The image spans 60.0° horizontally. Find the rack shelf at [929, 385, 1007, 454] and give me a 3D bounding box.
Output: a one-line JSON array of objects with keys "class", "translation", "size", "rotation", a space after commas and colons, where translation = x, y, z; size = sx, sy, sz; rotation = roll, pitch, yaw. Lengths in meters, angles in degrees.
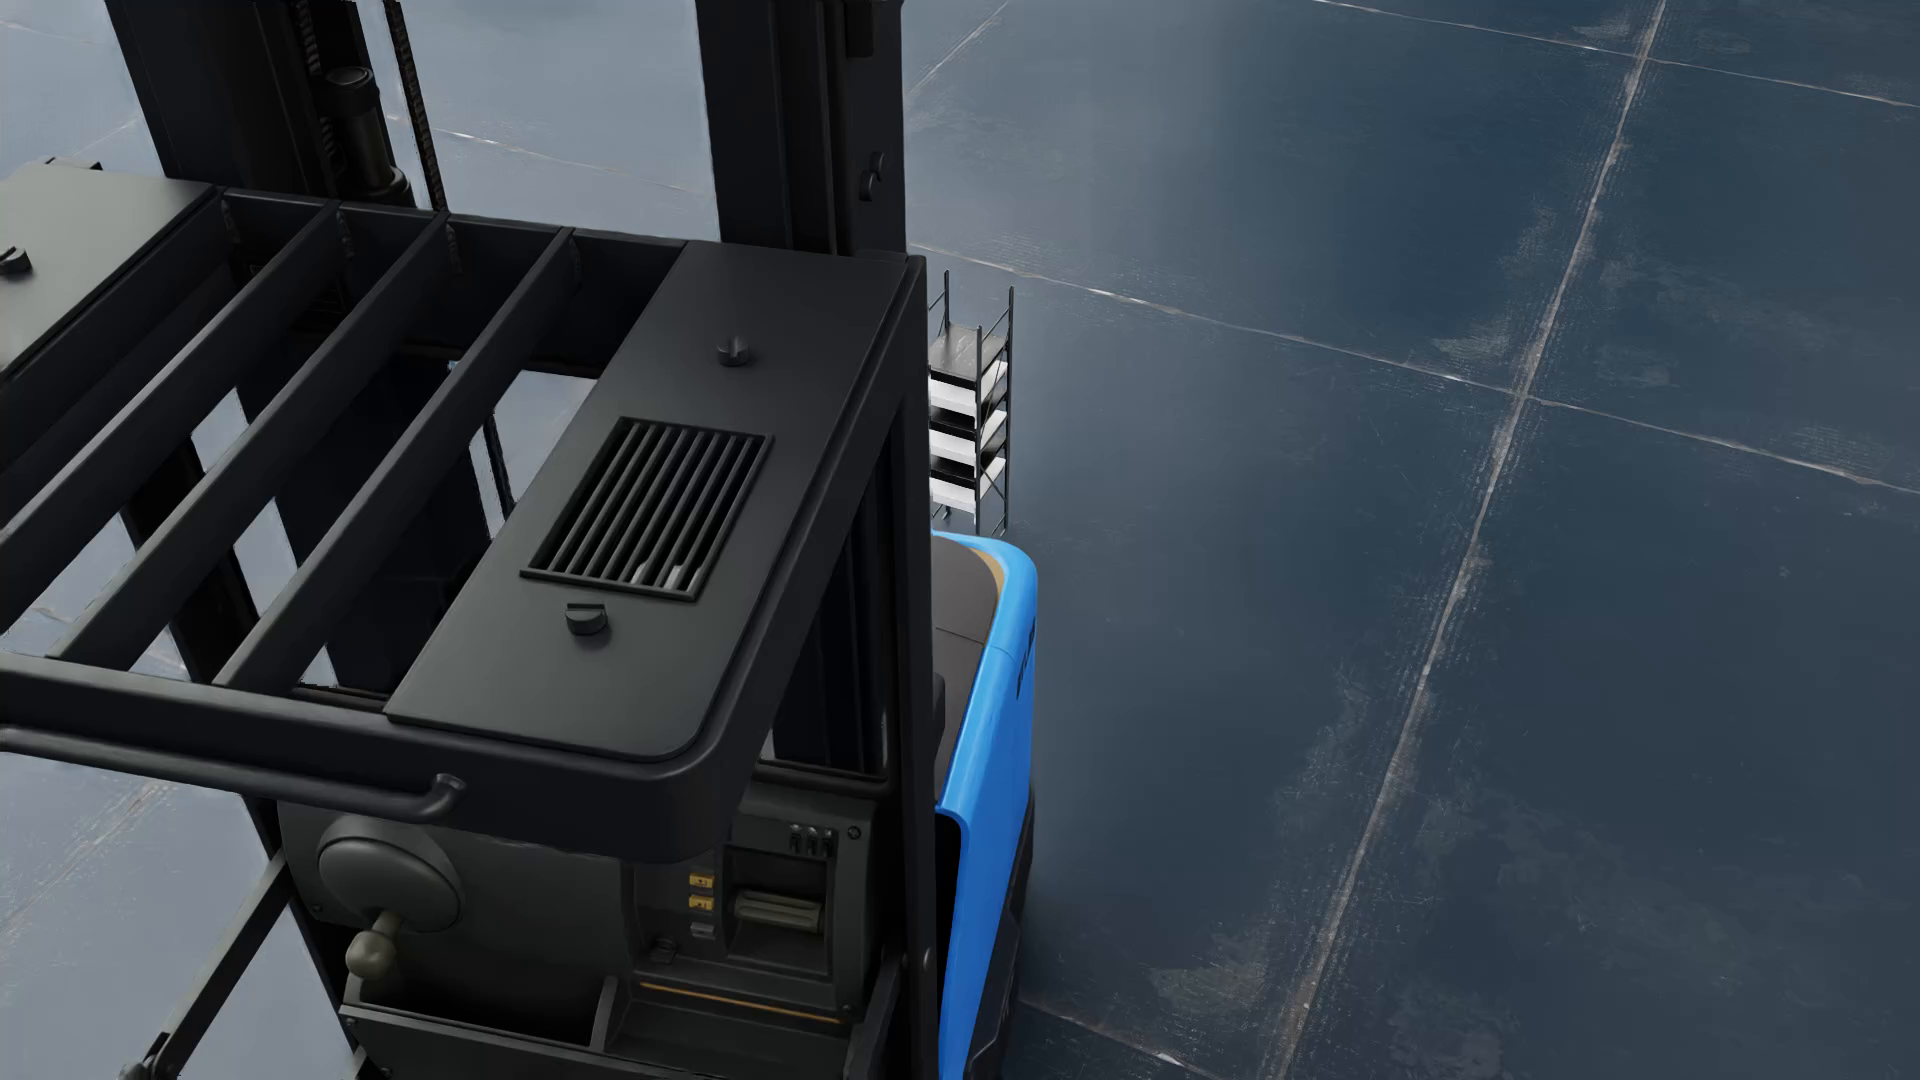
[{"class": "rack shelf", "translation": [0.007, -0.381, 4.916], "size": [0.200, 0.077, 0.258], "rotation": [17, 44, 19]}]

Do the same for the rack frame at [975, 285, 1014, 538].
[{"class": "rack frame", "translation": [0.099, -0.310, 4.920], "size": [0.006, 0.900, 0.240], "rotation": [17, 44, 19]}]

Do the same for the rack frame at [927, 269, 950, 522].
[{"class": "rack frame", "translation": [-0.085, -0.366, 4.985], "size": [0.006, 0.900, 0.240], "rotation": [17, 44, 19]}]

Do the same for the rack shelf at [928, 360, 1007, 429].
[{"class": "rack shelf", "translation": [0.007, -0.449, 4.857], "size": [0.200, 0.077, 0.258], "rotation": [17, 44, 19]}]

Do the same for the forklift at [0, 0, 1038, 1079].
[{"class": "forklift", "translation": [-0.629, 0.588, 2.334], "size": [1.130, 2.935, 3.031], "rotation": [8, 42, 9]}]

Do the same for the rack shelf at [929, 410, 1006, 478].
[{"class": "rack shelf", "translation": [0.007, -0.313, 4.974], "size": [0.200, 0.077, 0.258], "rotation": [17, 44, 19]}]

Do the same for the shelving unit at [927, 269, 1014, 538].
[{"class": "shelving unit", "translation": [0.007, -0.338, 4.953], "size": [0.210, 0.900, 0.258], "rotation": [17, 44, 19]}]

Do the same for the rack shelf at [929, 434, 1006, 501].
[{"class": "rack shelf", "translation": [0.007, -0.245, 5.033], "size": [0.200, 0.077, 0.258], "rotation": [17, 44, 19]}]

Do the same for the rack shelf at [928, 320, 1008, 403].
[{"class": "rack shelf", "translation": [0.007, -0.517, 4.798], "size": [0.200, 0.077, 0.258], "rotation": [17, 44, 19]}]

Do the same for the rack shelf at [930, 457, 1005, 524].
[{"class": "rack shelf", "translation": [0.007, -0.177, 5.092], "size": [0.200, 0.077, 0.258], "rotation": [17, 44, 19]}]
